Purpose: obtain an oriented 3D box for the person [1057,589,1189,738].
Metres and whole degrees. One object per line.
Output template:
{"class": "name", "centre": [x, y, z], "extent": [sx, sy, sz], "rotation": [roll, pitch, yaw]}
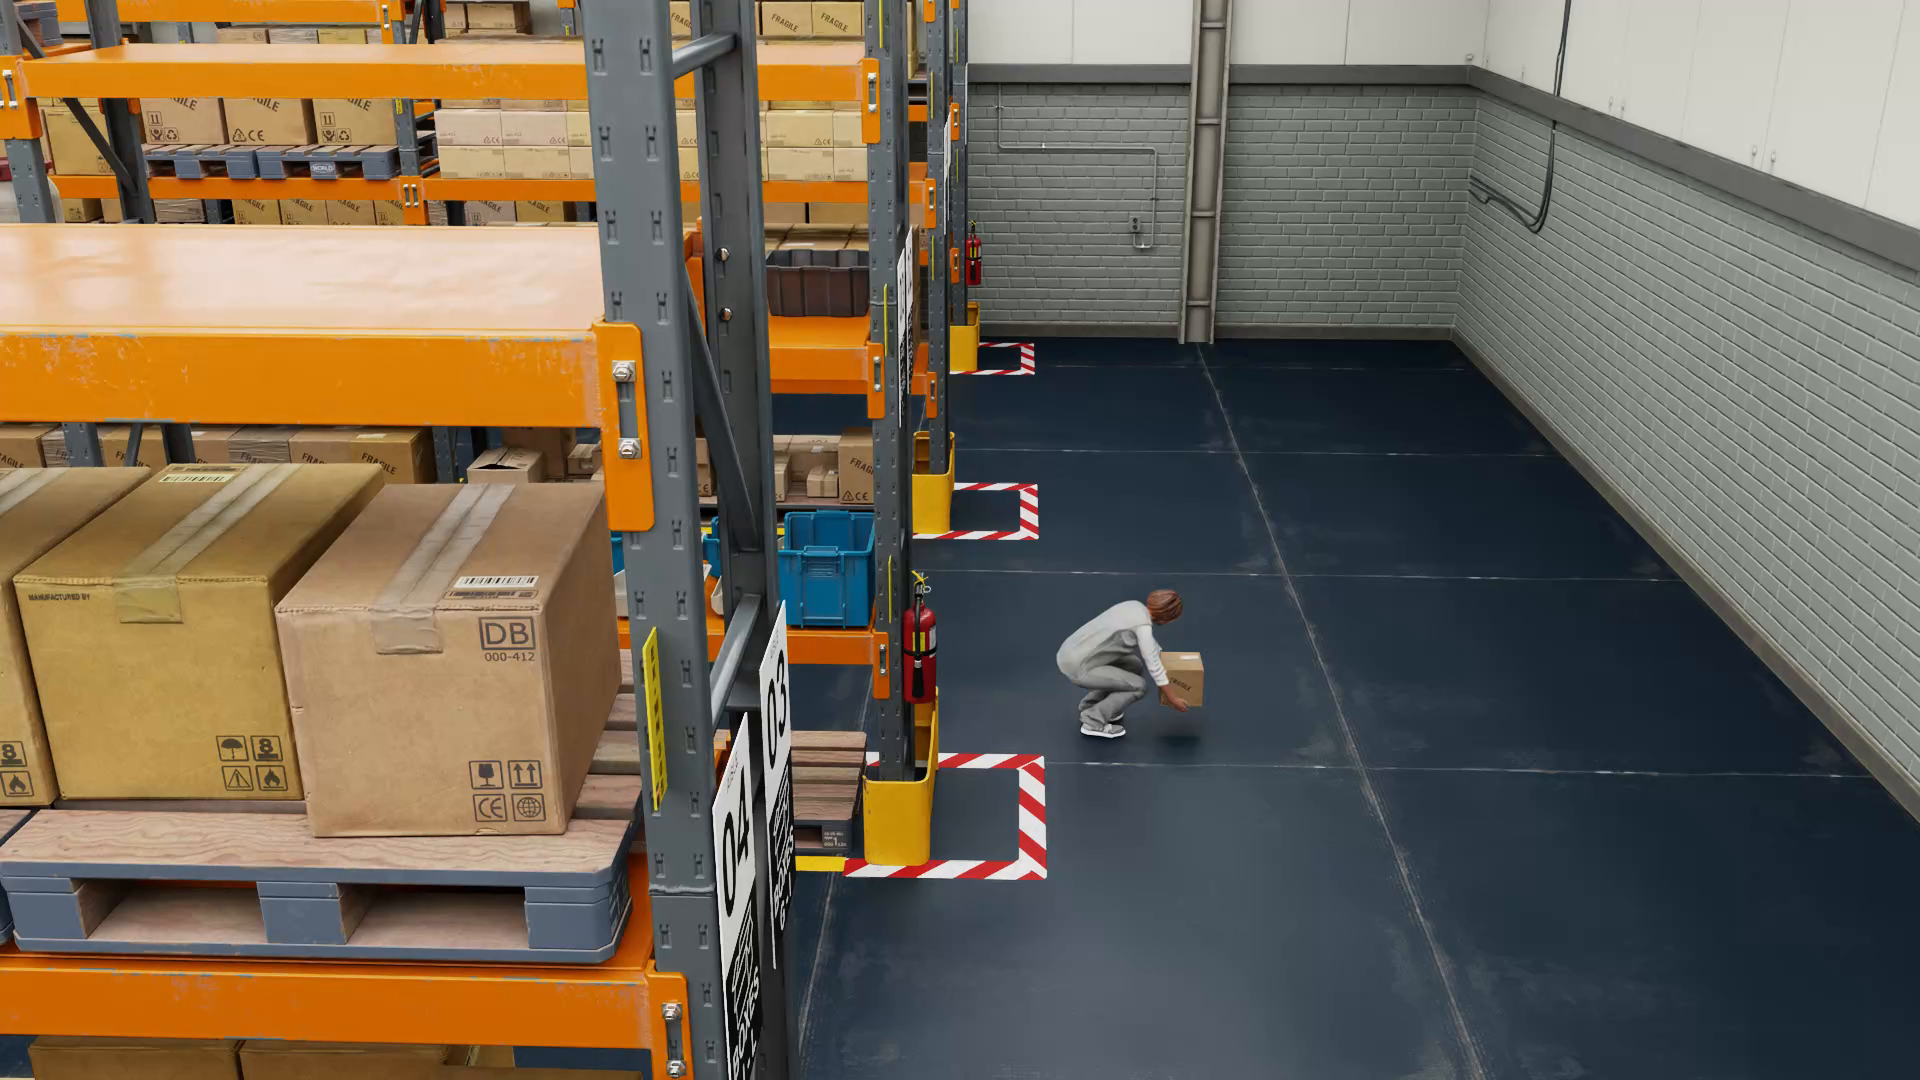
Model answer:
{"class": "person", "centre": [0.995, 0.733, 10.169], "extent": [0.812, 0.901, 0.448], "rotation": [1, 21, 2]}
